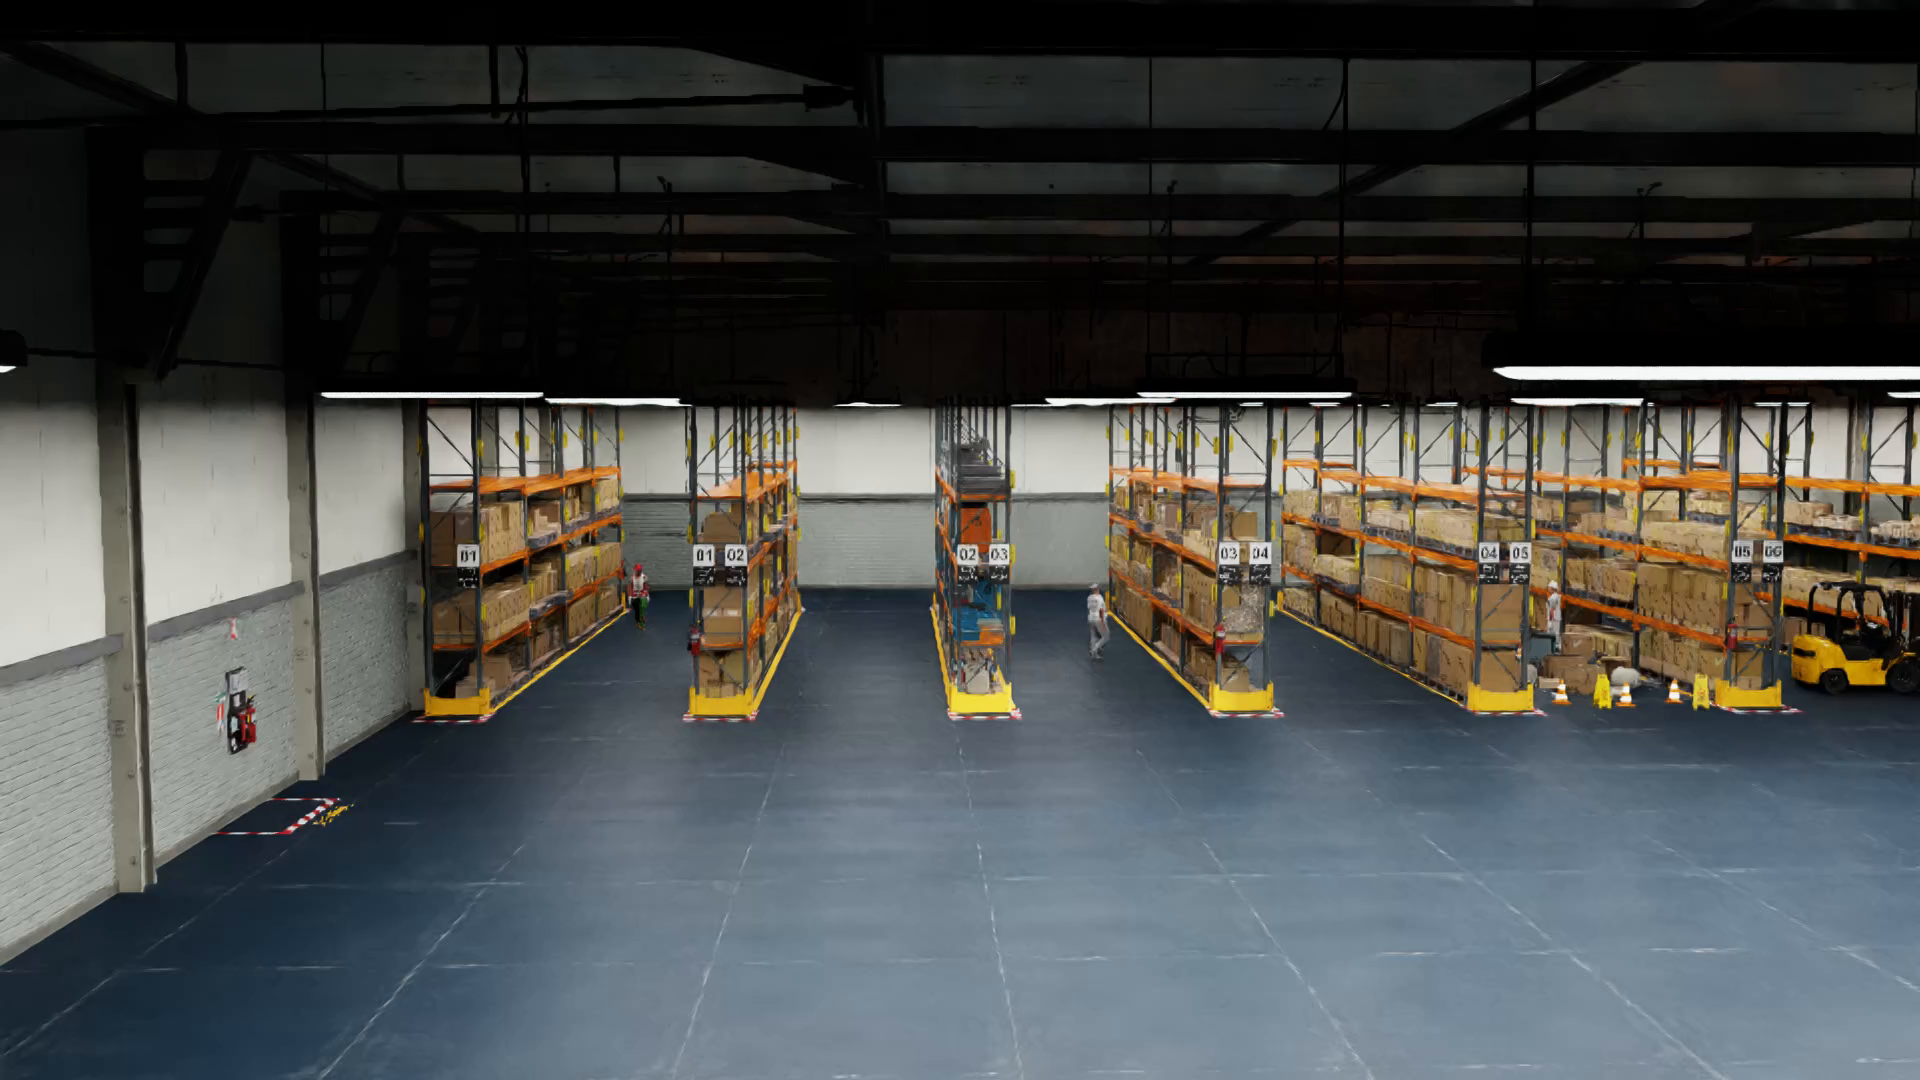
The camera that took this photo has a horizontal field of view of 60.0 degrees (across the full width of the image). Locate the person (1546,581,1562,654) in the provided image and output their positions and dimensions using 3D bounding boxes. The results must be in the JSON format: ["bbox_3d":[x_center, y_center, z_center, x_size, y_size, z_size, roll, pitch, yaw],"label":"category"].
[{"bbox_3d":[13.498,1.829,37.964,0.583,1.785,0.661,2,5,22],"label":"person"}]

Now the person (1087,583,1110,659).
[{"bbox_3d":[3.123,1.860,37.930,0.469,1.754,0.589,-3,5,-33],"label":"person"}]

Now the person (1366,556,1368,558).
[{"bbox_3d":[11.419,1.244,46.166,0.422,1.677,0.502,-3,5,-33],"label":"person"}]

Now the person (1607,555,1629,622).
[{"bbox_3d":[17.732,1.294,44.778,0.551,1.784,0.638,1,5,16],"label":"person"}]

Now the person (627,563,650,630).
[{"bbox_3d":[-8.352,1.454,43.165,0.557,1.702,1.114,0,5,-4],"label":"person"}]
